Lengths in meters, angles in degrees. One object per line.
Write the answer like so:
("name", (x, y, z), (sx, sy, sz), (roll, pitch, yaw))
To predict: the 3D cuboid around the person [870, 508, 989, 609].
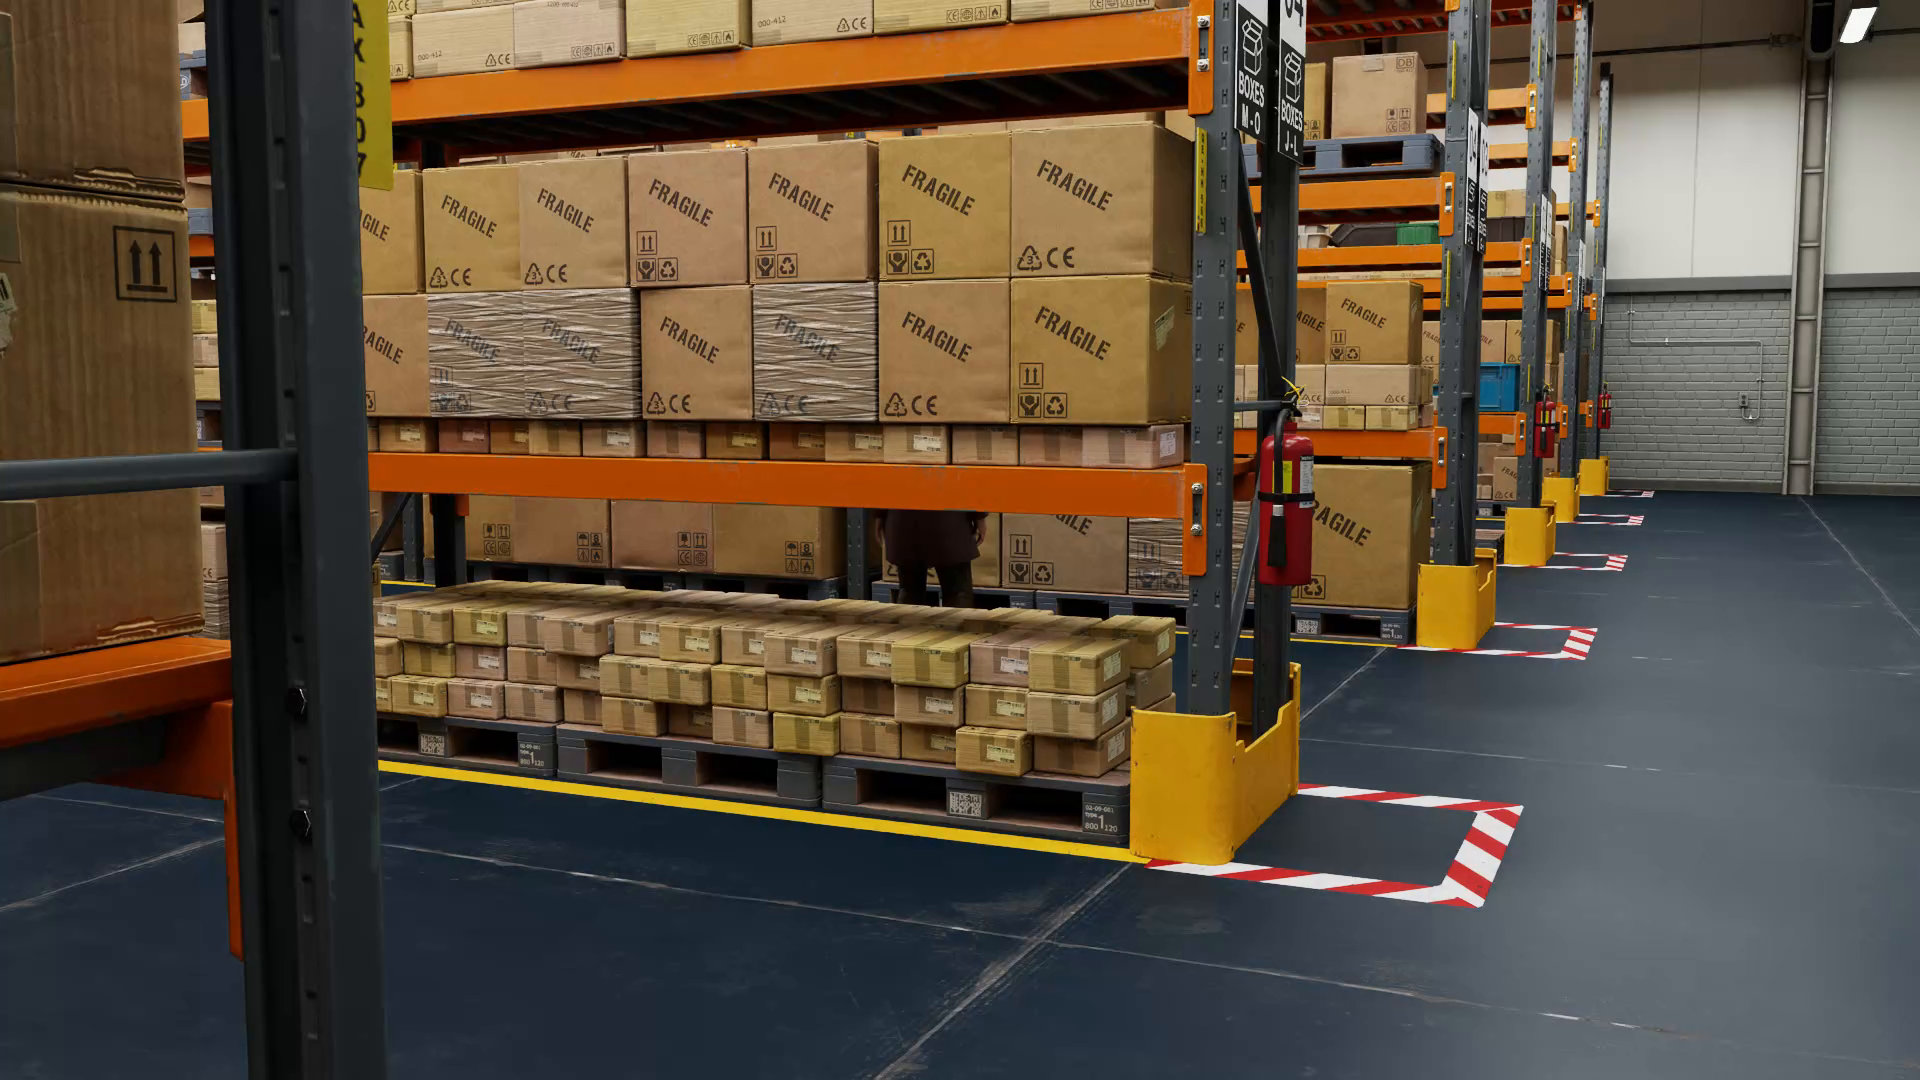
("person", (-0.163, -0.110, 8.633), (0.649, 1.772, 0.429), (2, 6, 20))
